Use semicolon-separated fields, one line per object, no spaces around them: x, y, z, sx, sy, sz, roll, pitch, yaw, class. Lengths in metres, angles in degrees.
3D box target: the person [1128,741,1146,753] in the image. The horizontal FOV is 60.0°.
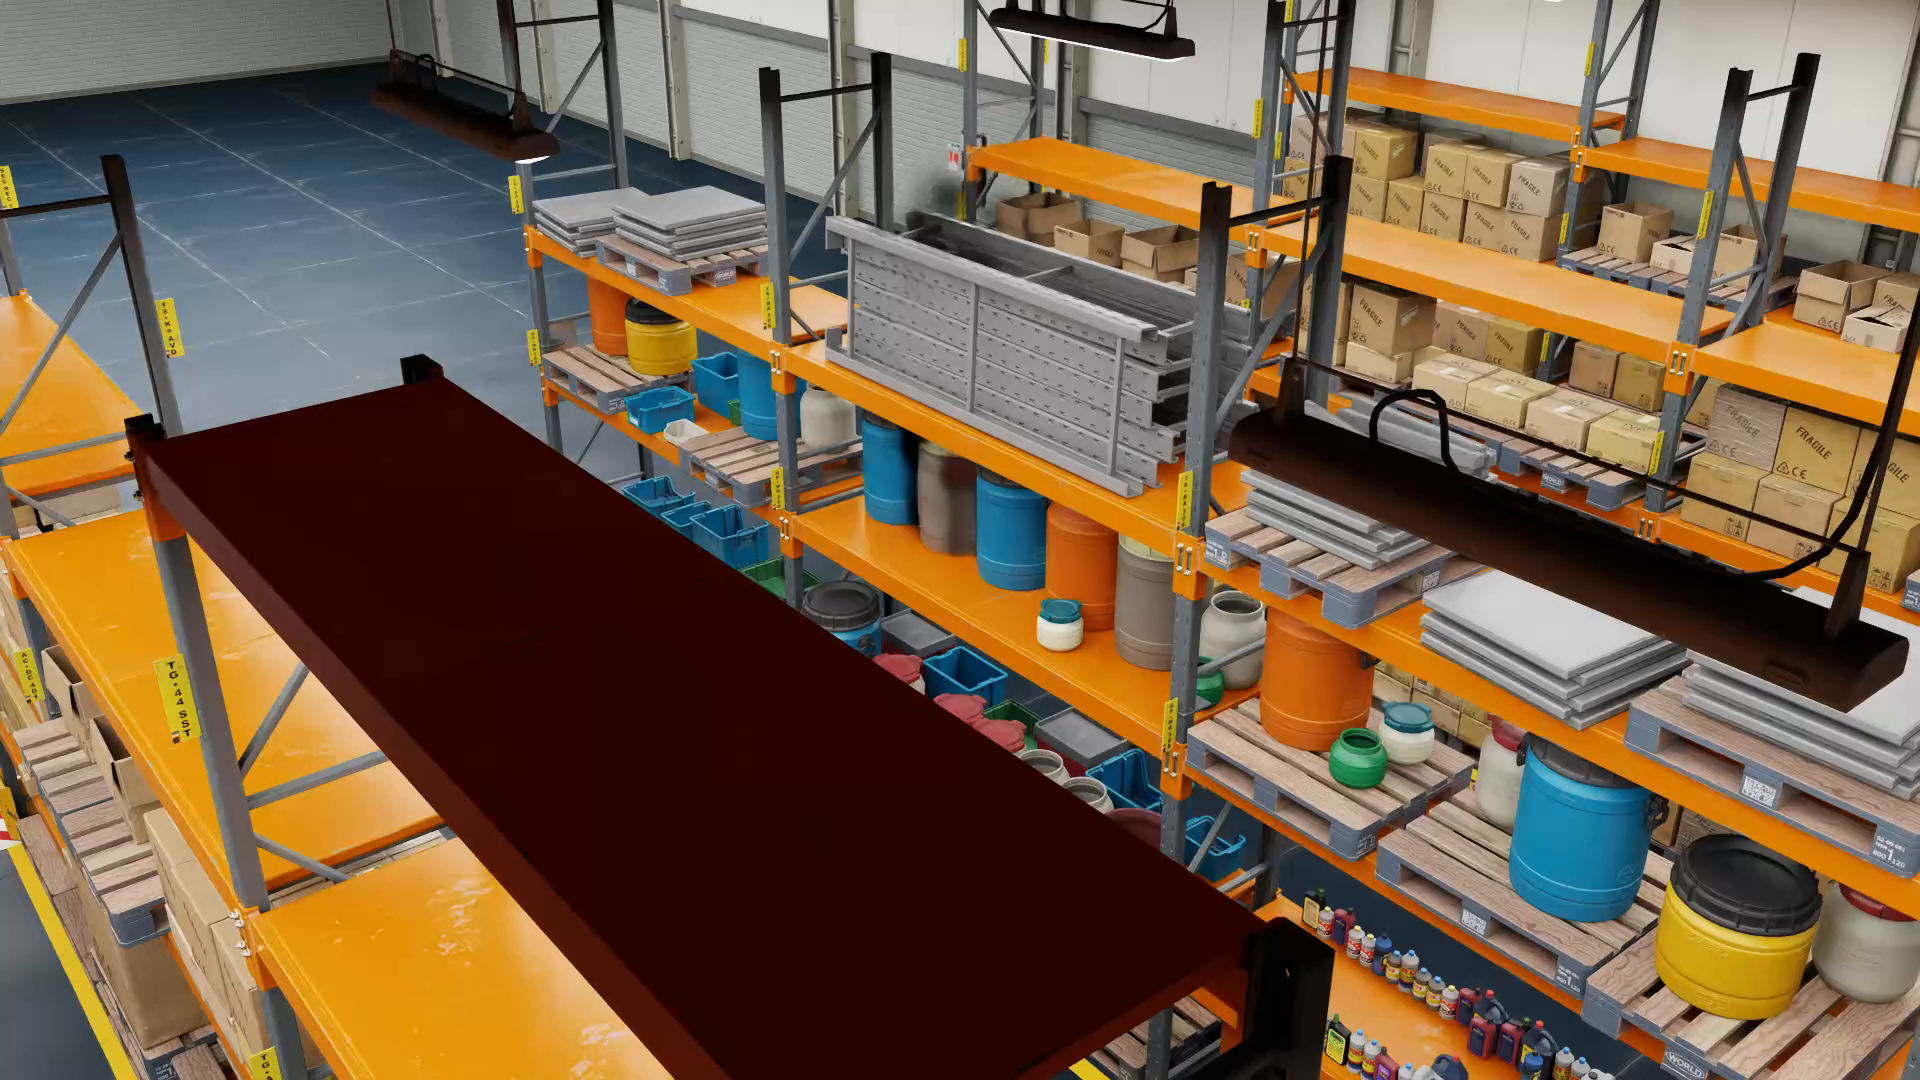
1.520;1.181;13.148;0.656;1.799;0.790;-23;34;-39;person
